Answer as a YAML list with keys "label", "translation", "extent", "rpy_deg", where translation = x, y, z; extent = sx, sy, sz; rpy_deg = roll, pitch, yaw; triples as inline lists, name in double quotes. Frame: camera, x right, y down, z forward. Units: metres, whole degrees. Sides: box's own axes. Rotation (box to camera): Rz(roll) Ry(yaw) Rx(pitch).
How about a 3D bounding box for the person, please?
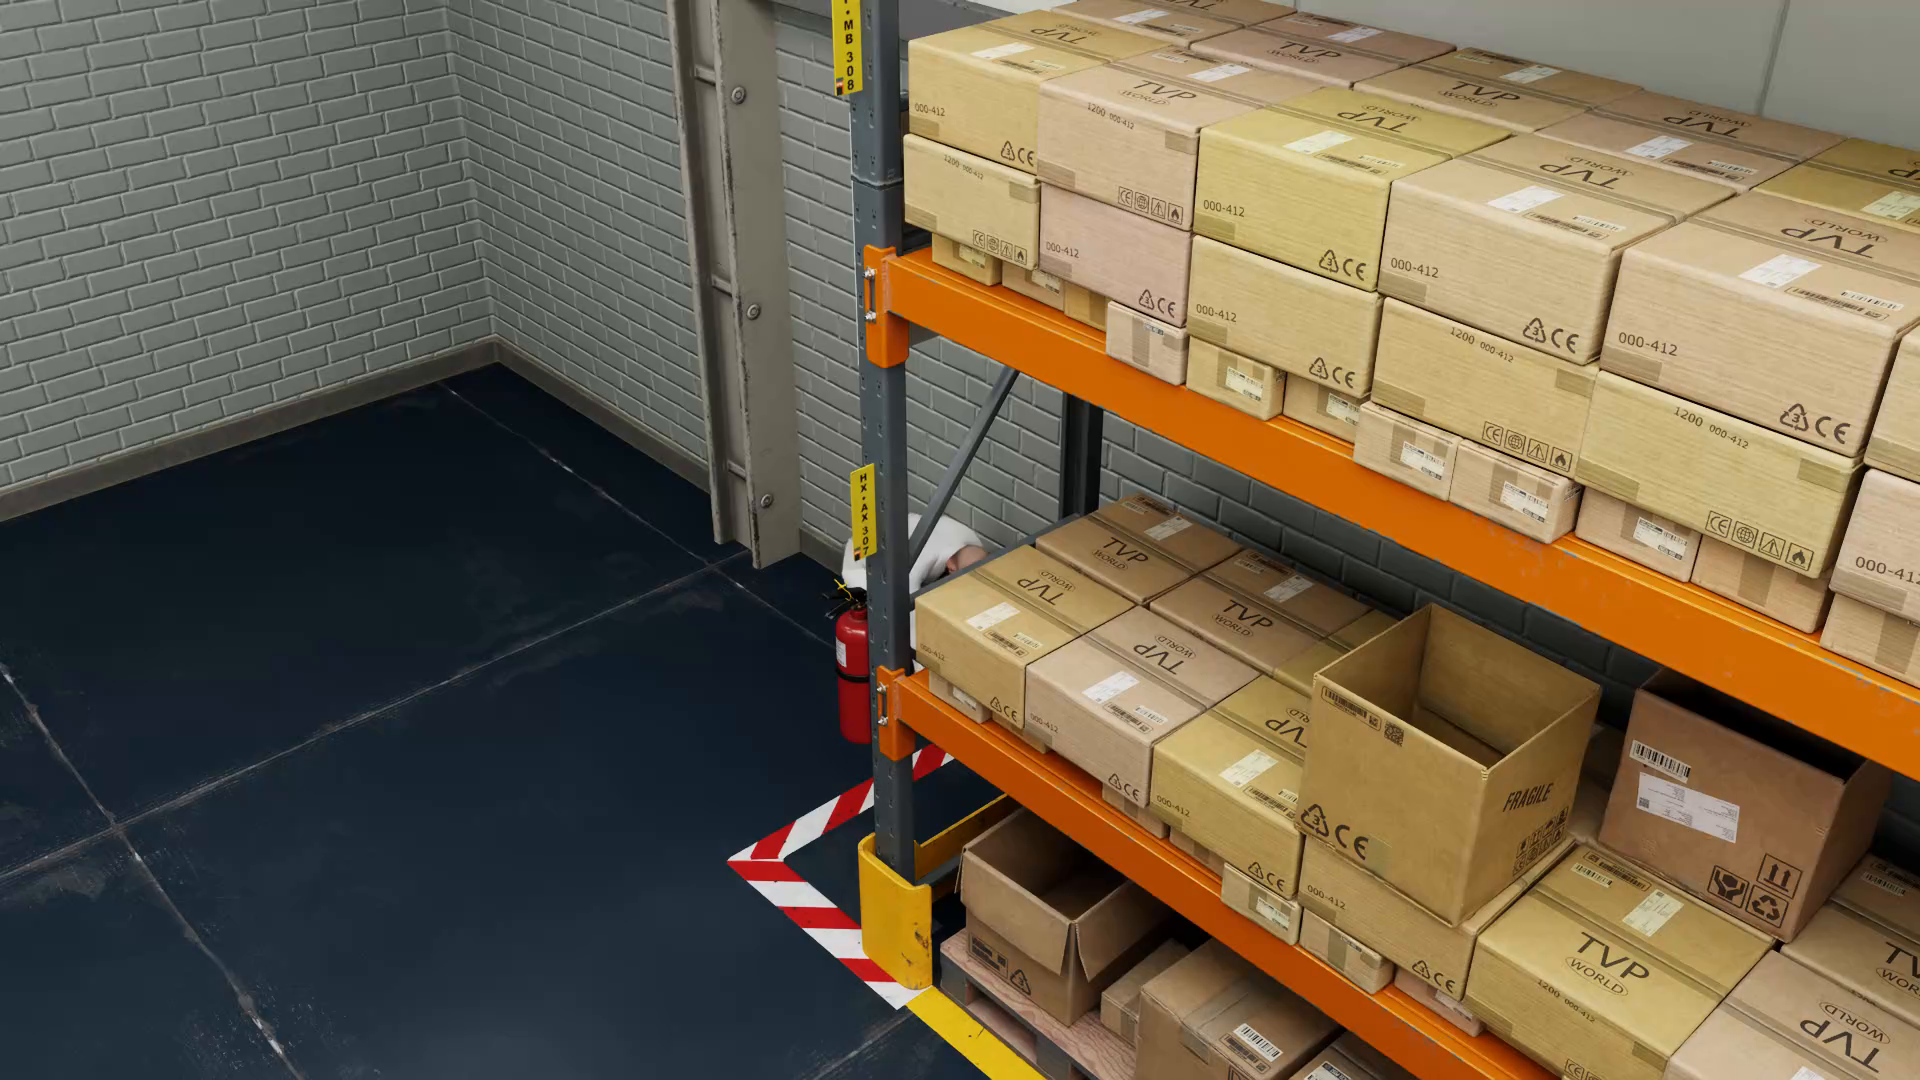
- label: "person"
  translation: [-0.165, 0.278, 7.722]
  extent: [0.580, 0.872, 0.950]
  rpy_deg: [-21, 37, -31]
